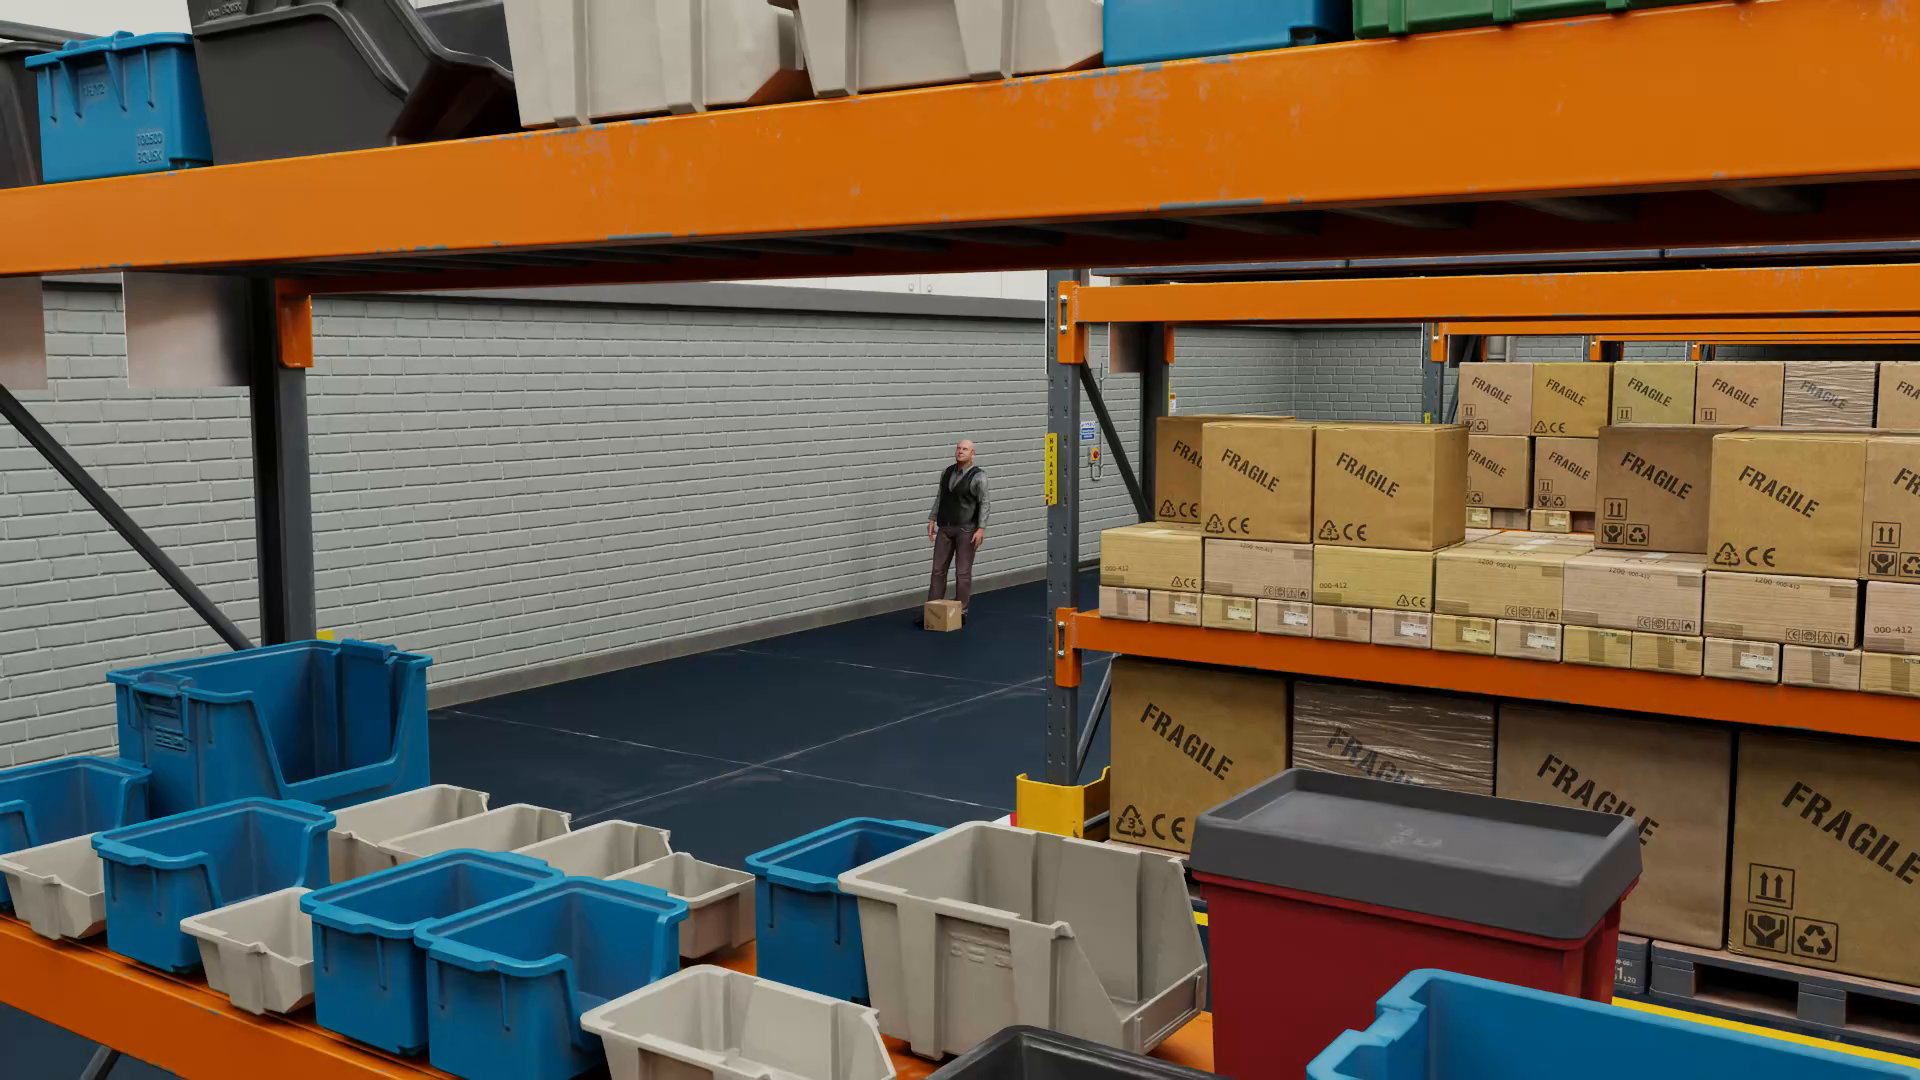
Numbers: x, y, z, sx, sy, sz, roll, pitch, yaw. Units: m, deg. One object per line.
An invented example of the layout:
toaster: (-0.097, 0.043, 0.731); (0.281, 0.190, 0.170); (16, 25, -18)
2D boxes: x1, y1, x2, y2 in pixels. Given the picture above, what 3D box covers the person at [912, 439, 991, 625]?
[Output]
person: (-0.062, -0.066, 15.414); (0.633, 1.722, 0.550); (4, 8, 34)
